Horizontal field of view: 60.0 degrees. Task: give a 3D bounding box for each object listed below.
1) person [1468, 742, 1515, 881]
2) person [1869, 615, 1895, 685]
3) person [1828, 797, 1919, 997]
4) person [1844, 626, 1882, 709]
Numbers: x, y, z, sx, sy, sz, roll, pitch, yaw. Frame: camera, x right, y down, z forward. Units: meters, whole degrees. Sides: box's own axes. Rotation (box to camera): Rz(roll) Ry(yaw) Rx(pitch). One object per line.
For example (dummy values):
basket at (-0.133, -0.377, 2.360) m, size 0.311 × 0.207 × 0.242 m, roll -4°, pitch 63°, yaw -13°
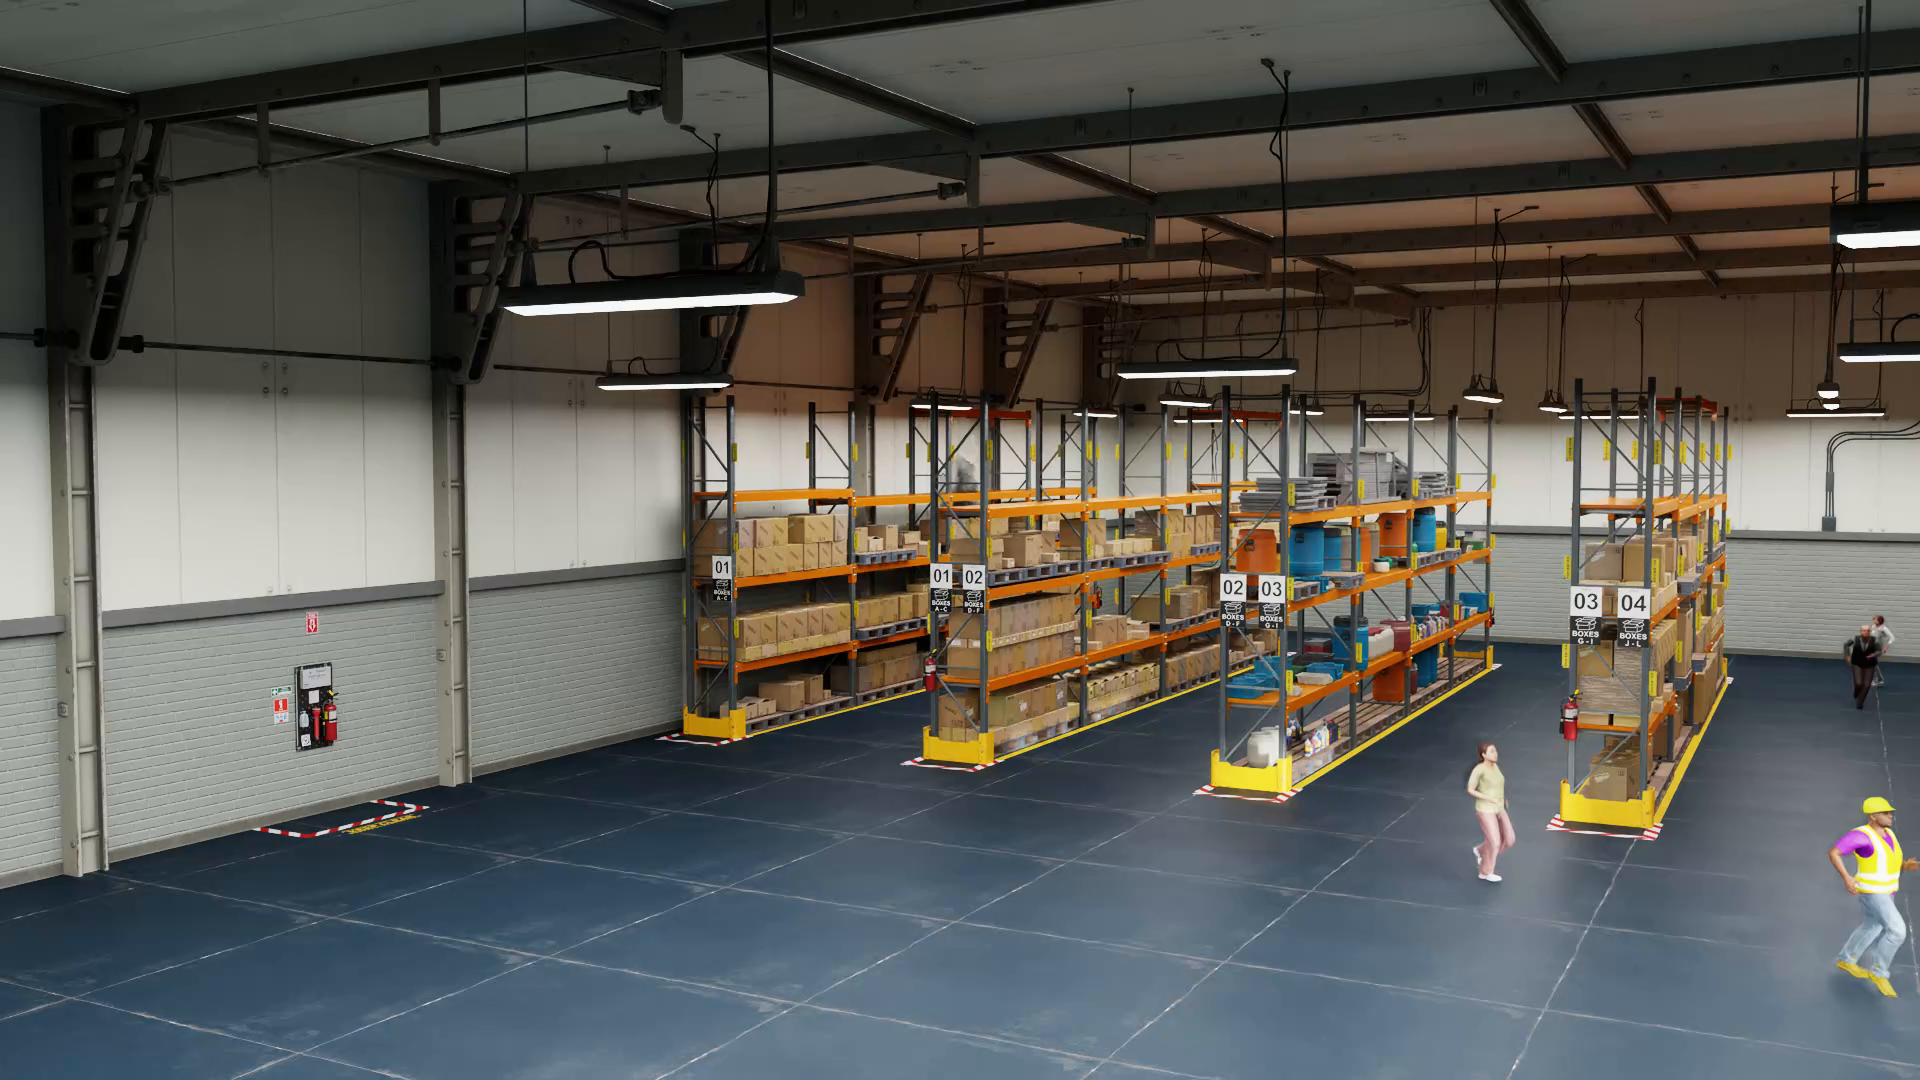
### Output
person at (6.191, 3.166, 19.423) m, size 0.576 × 1.613 × 0.556 m, roll -2°, pitch 4°, yaw -32°
person at (19.446, 2.366, 35.275) m, size 0.613 × 1.586 × 0.600 m, roll 0°, pitch 3°, yaw -7°
person at (8.549, 3.308, 15.496) m, size 0.674 × 1.825 × 0.753 m, roll -2°, pitch 4°, yaw -38°
person at (17.597, 2.482, 32.405) m, size 0.646 × 1.651 × 0.707 m, roll 1°, pitch 3°, yaw 21°
